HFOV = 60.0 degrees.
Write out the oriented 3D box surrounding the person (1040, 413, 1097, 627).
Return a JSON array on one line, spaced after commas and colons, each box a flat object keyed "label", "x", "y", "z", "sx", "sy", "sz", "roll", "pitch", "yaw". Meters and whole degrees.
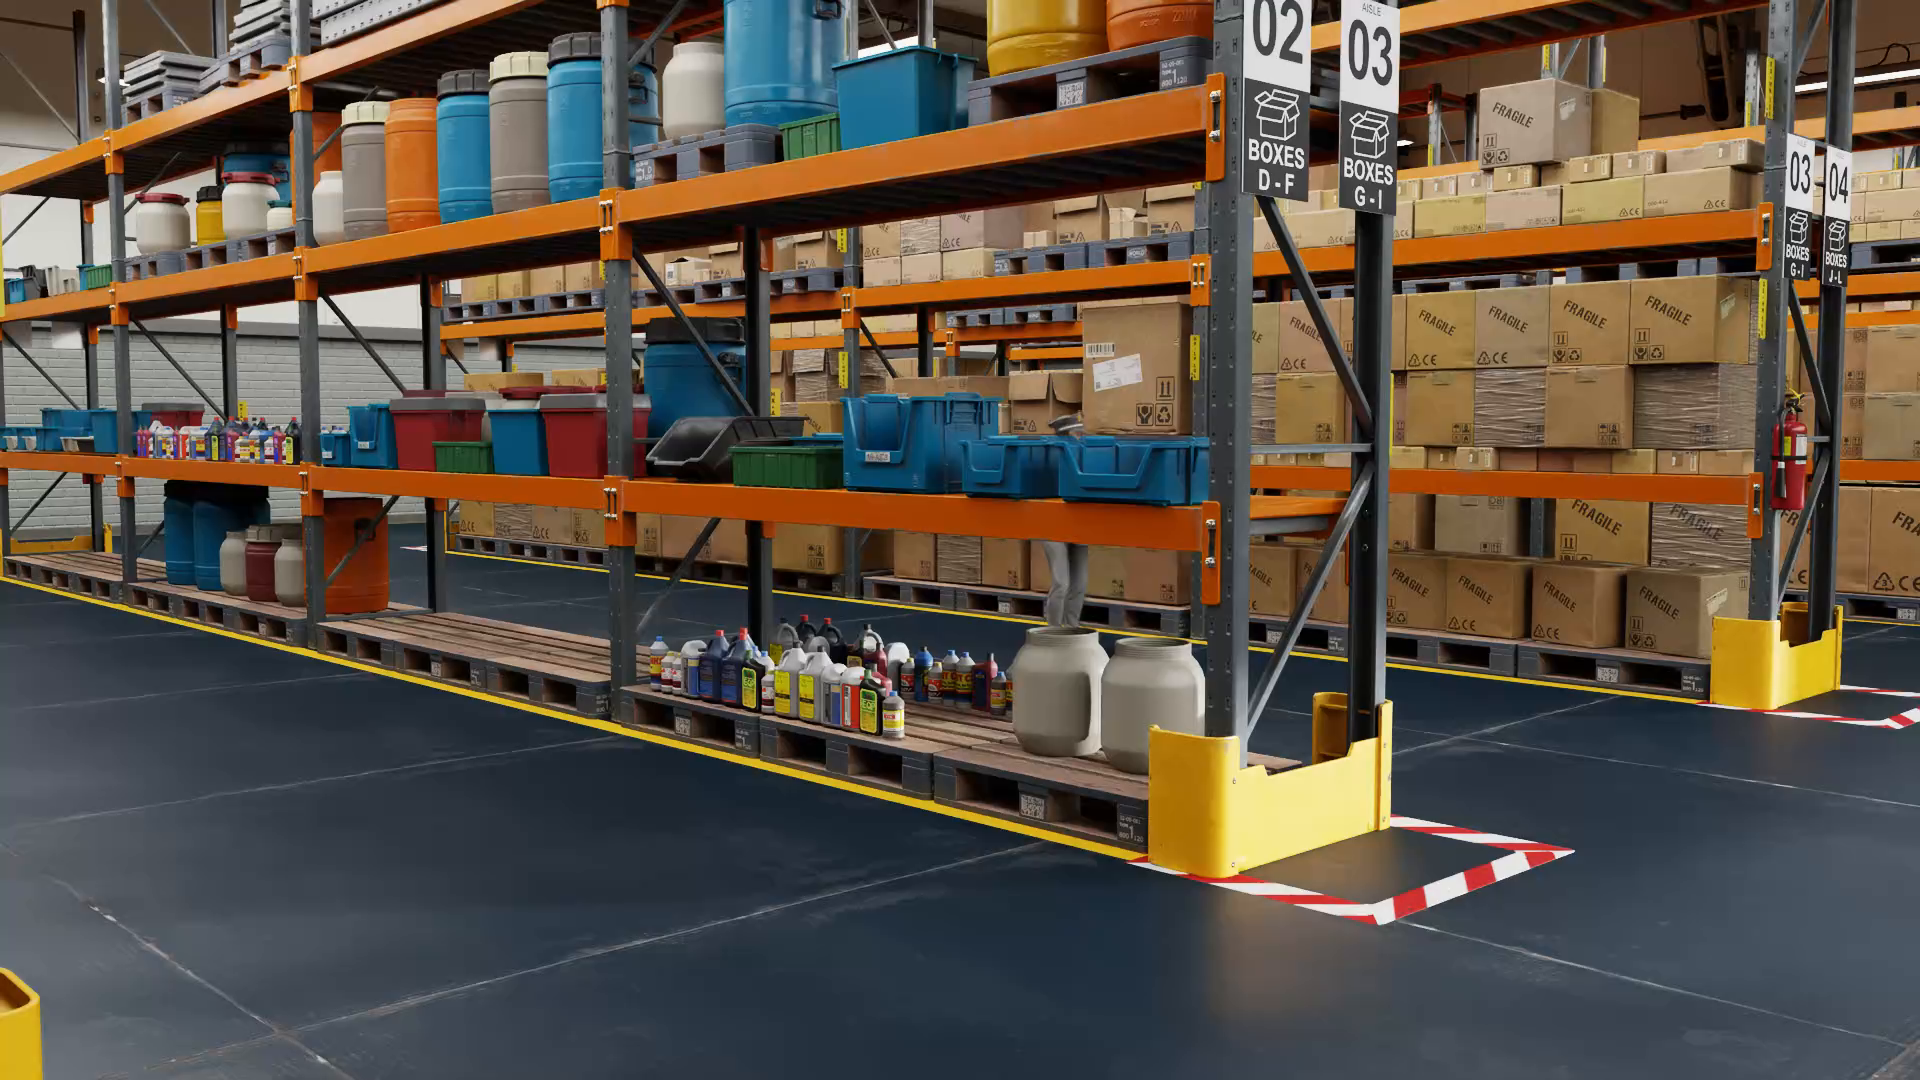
[{"label": "person", "x": 0.747, "y": -0.059, "z": 11.756, "sx": 0.360, "sy": 1.677, "sz": 0.505, "roll": 4, "pitch": 6, "yaw": 45}]
